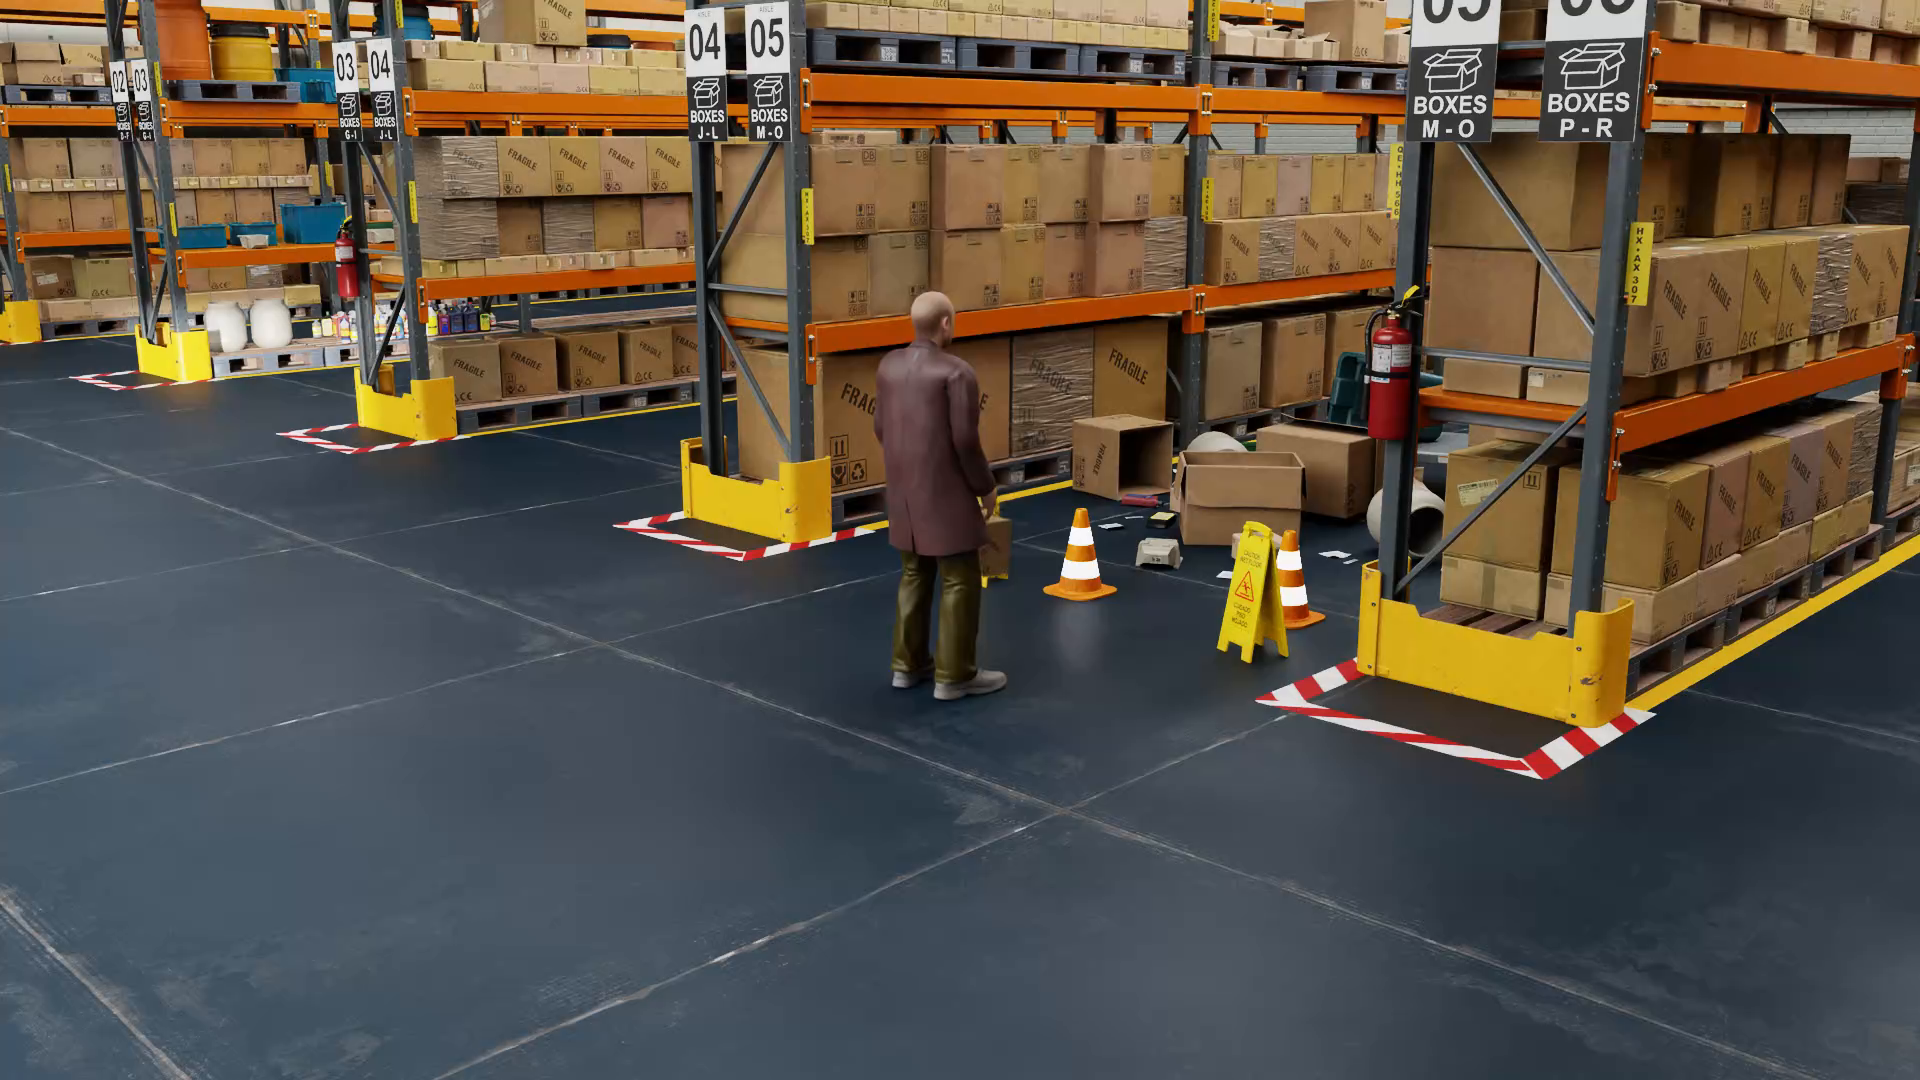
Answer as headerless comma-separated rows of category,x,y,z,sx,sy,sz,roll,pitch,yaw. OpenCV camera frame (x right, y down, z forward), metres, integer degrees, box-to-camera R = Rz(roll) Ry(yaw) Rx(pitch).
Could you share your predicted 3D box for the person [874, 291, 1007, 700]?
person,-0.111,-0.203,7.359,0.587,1.779,0.424,12,18,41
